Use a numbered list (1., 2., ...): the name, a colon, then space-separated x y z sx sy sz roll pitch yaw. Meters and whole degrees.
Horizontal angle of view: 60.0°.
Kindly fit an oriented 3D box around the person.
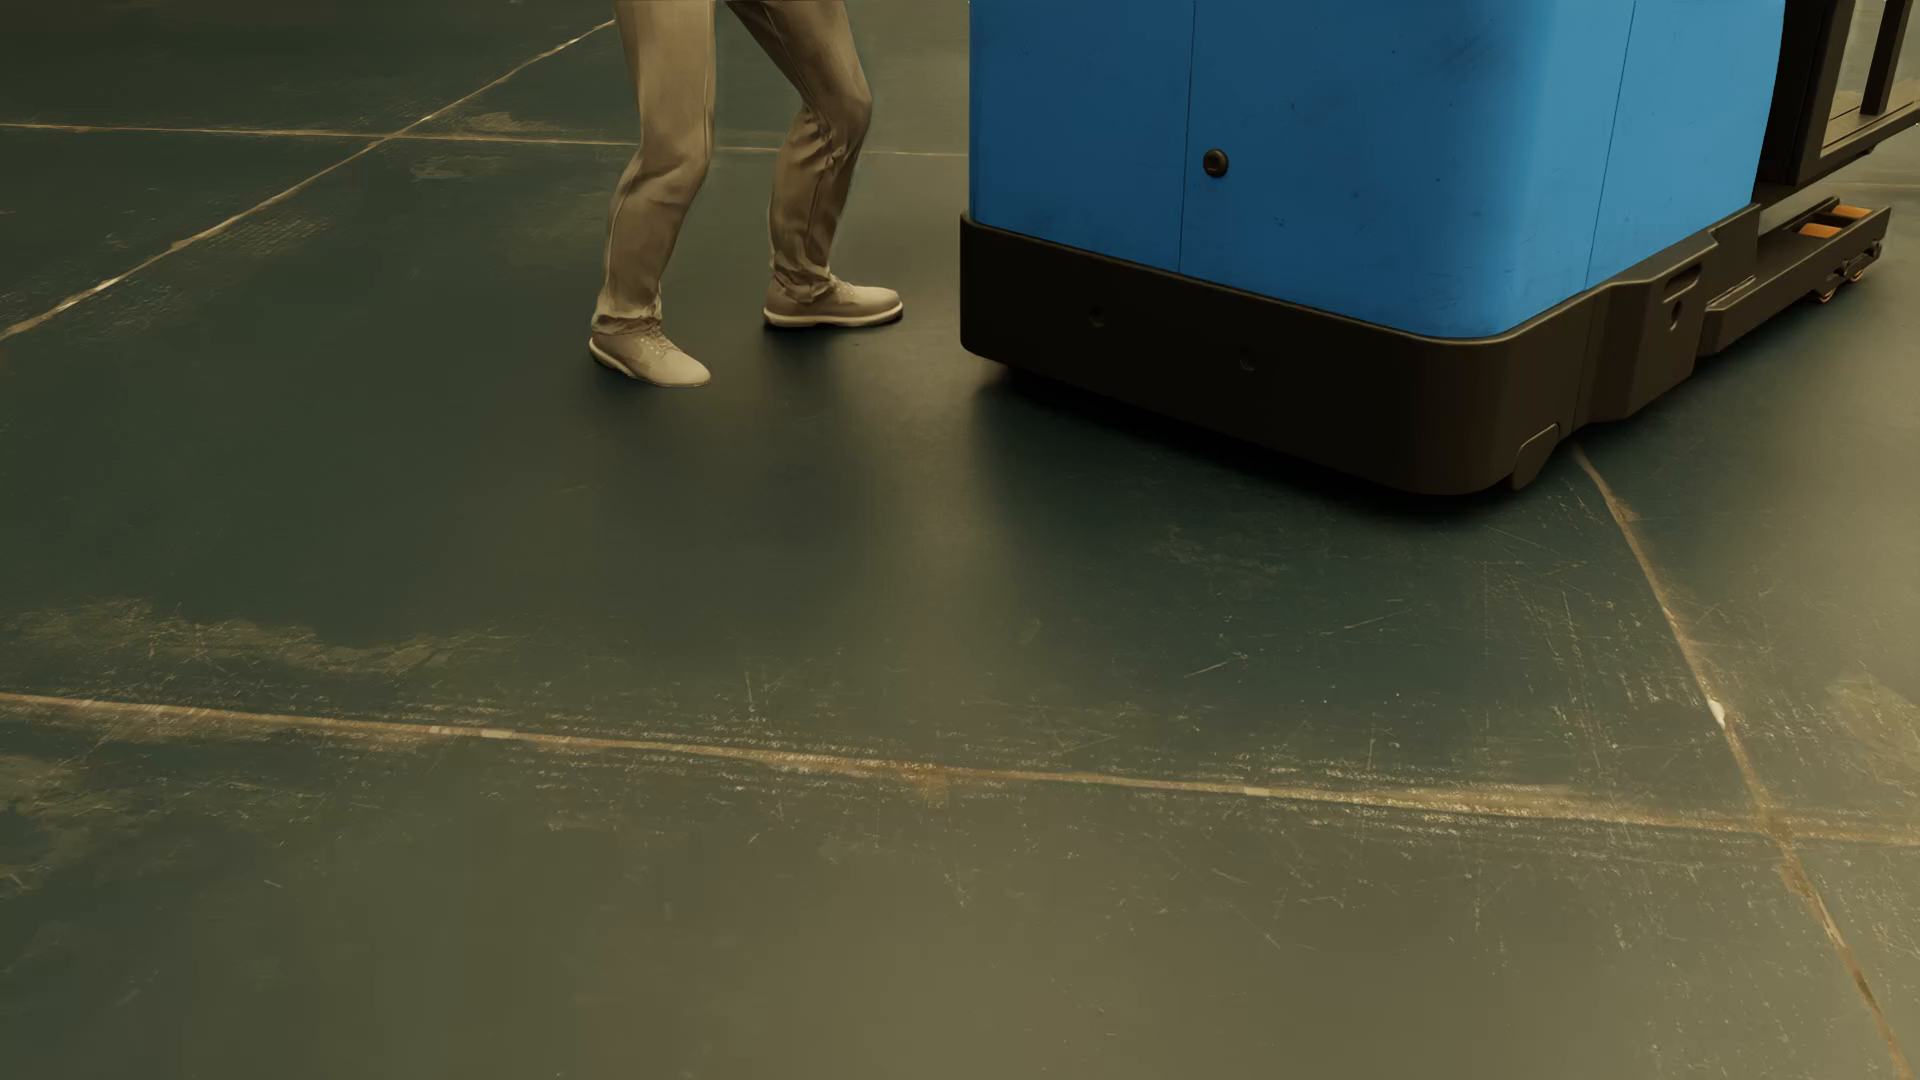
1. person: -0.445 -1.064 2.854 0.417 1.642 0.809 19 32 34

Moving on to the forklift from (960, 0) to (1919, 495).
1. forklift: 1.372 -1.947 3.120 1.130 2.935 3.031 23 34 38
